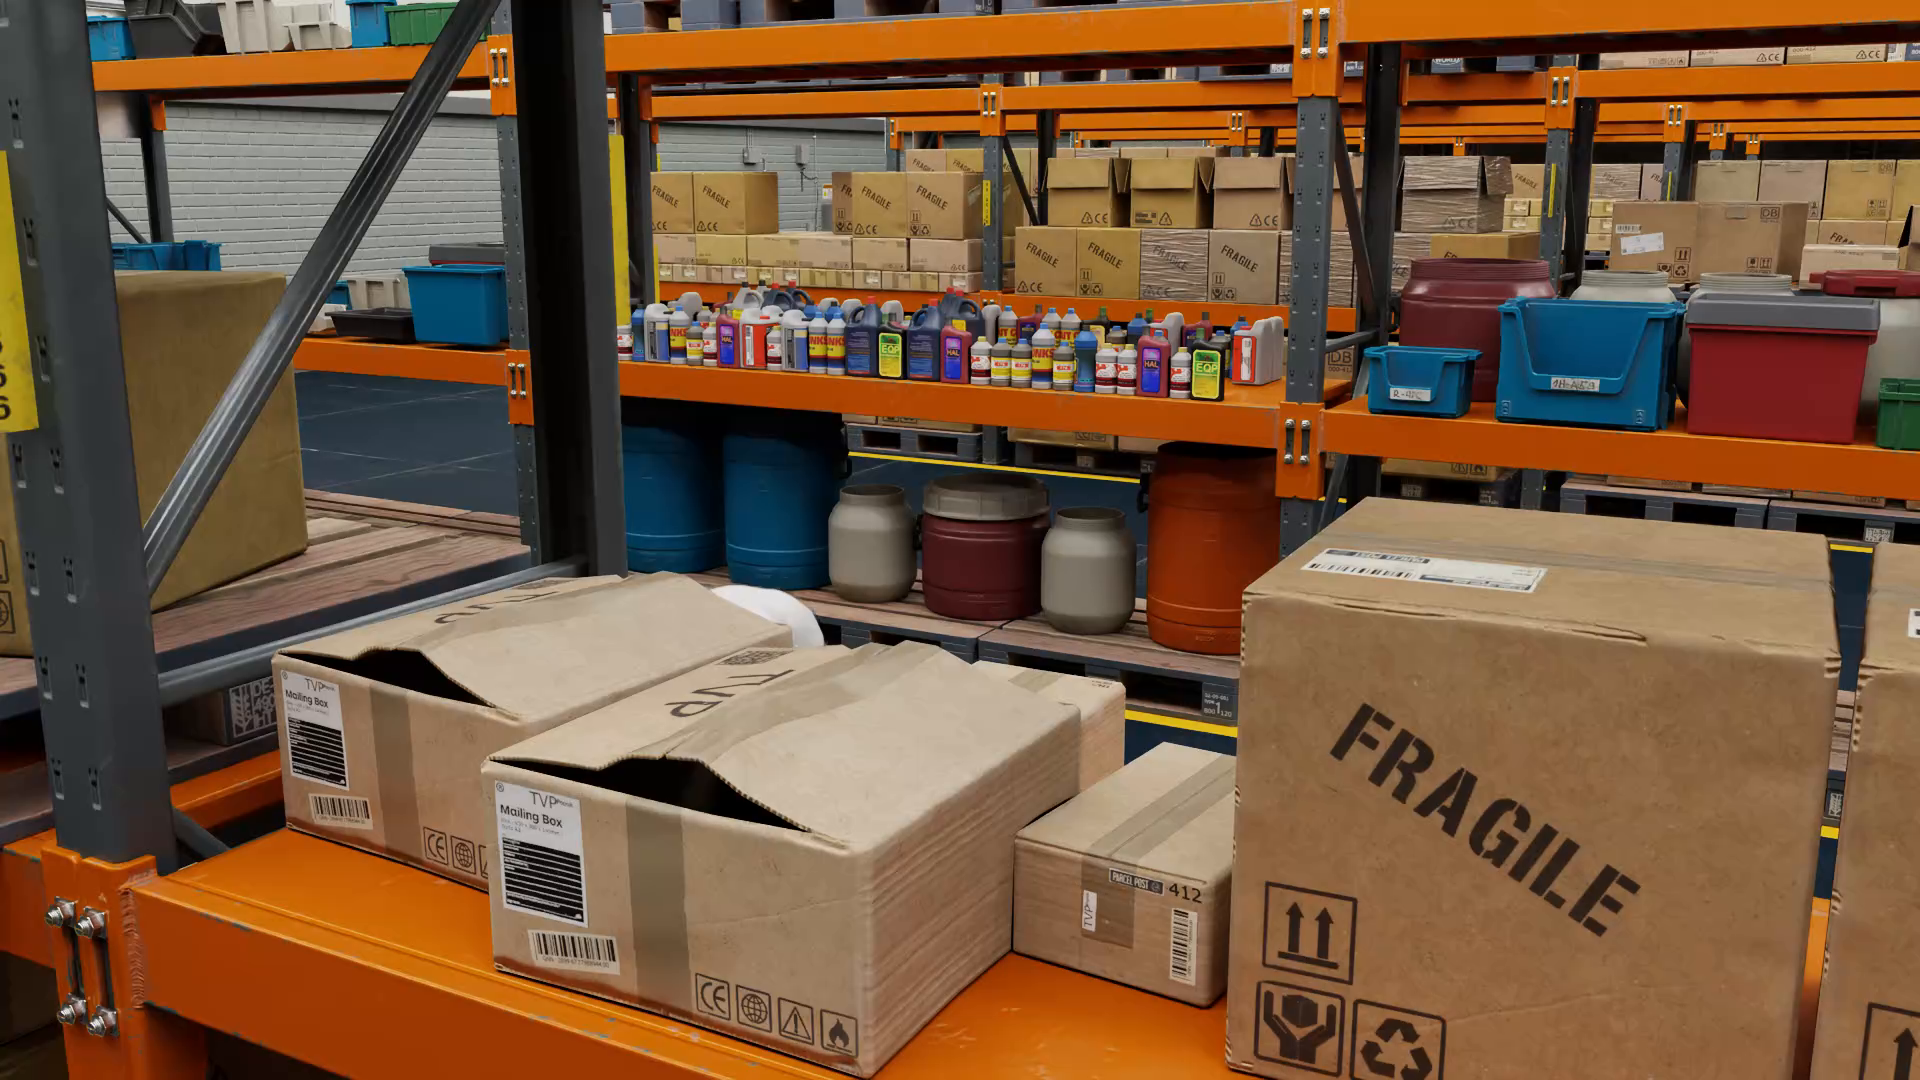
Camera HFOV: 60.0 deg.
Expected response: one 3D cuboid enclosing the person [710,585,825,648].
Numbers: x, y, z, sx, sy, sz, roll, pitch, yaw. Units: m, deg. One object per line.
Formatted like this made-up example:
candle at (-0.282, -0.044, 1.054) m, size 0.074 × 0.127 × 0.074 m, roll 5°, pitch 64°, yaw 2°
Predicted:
person at (-0.807, 0.580, 5.711) m, size 0.577 × 0.810 × 0.946 m, roll 6°, pitch 14°, yaw 27°
